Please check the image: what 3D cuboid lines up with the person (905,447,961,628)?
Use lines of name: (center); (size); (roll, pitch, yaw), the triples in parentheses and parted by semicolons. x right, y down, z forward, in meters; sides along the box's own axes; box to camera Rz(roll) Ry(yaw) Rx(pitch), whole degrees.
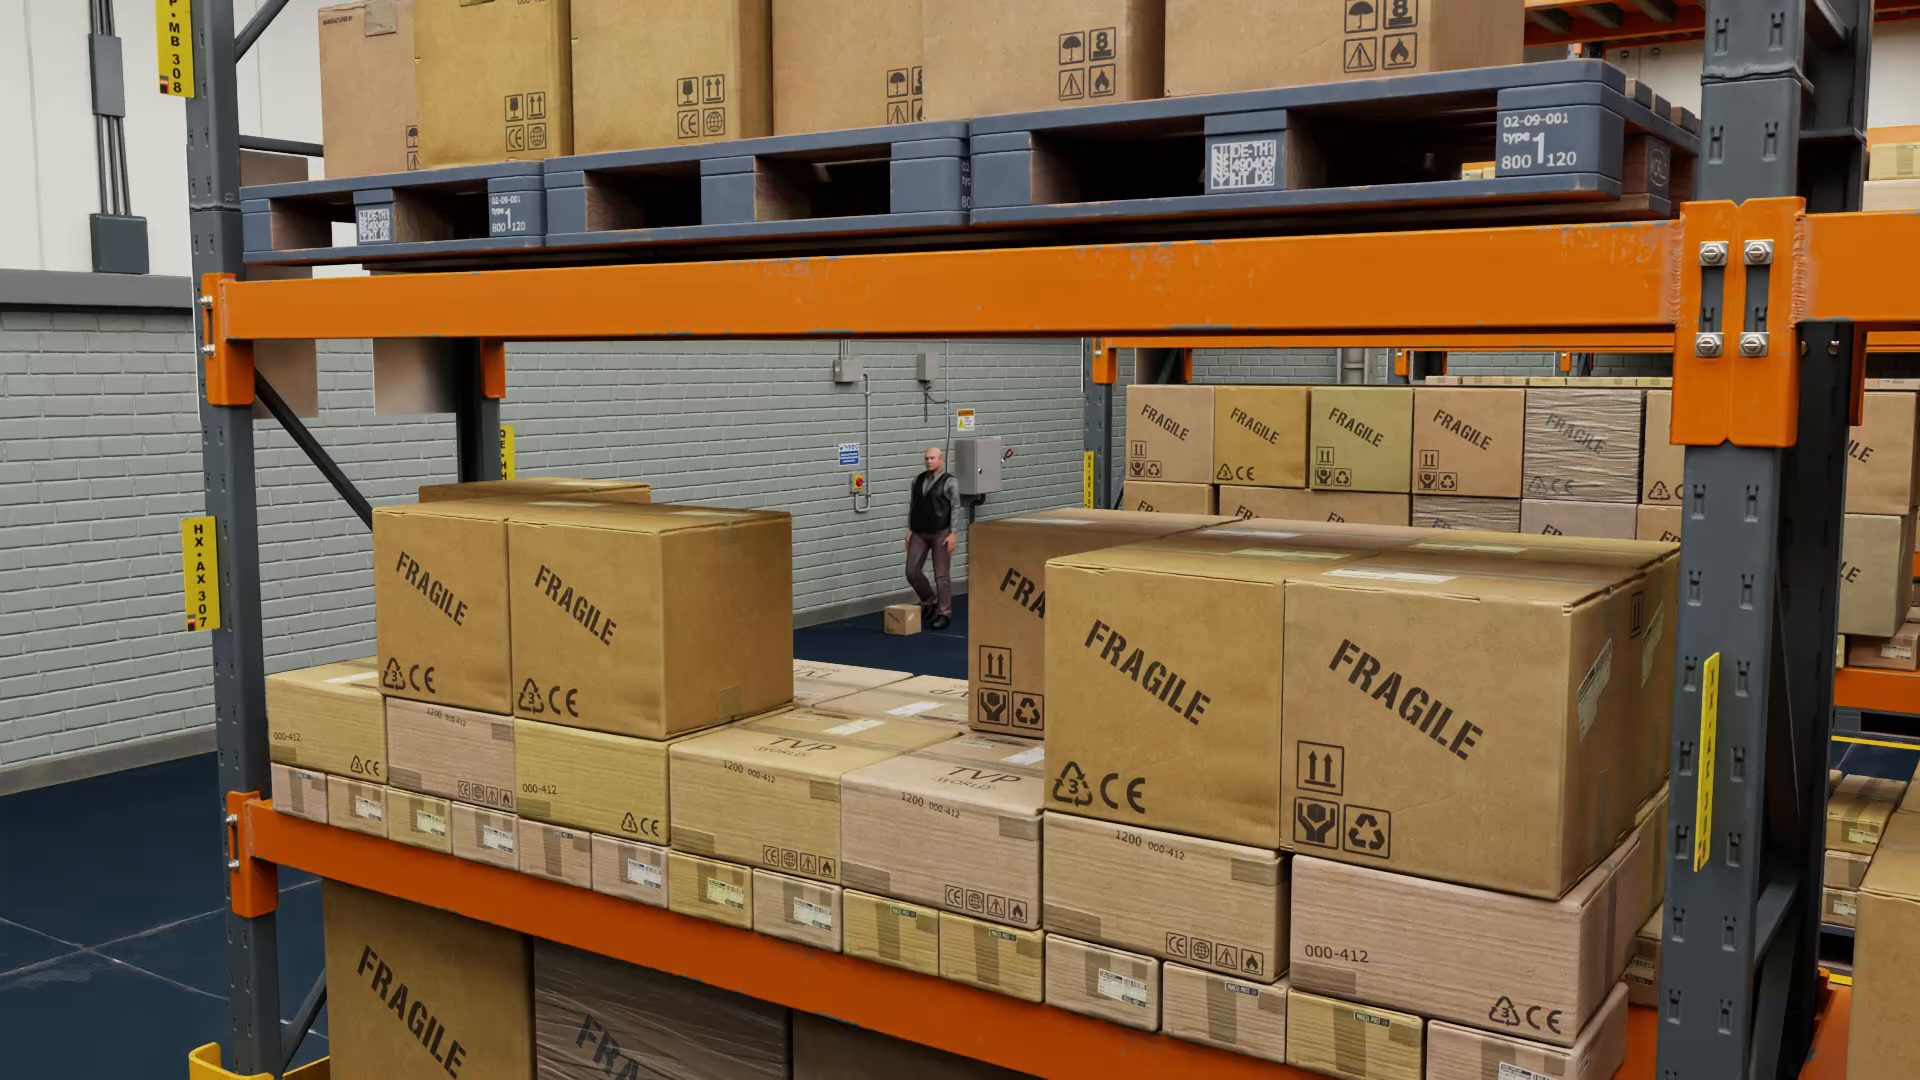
person: (-0.265, -0.034, 16.057); (0.558, 1.728, 0.430); (3, 7, 29)
